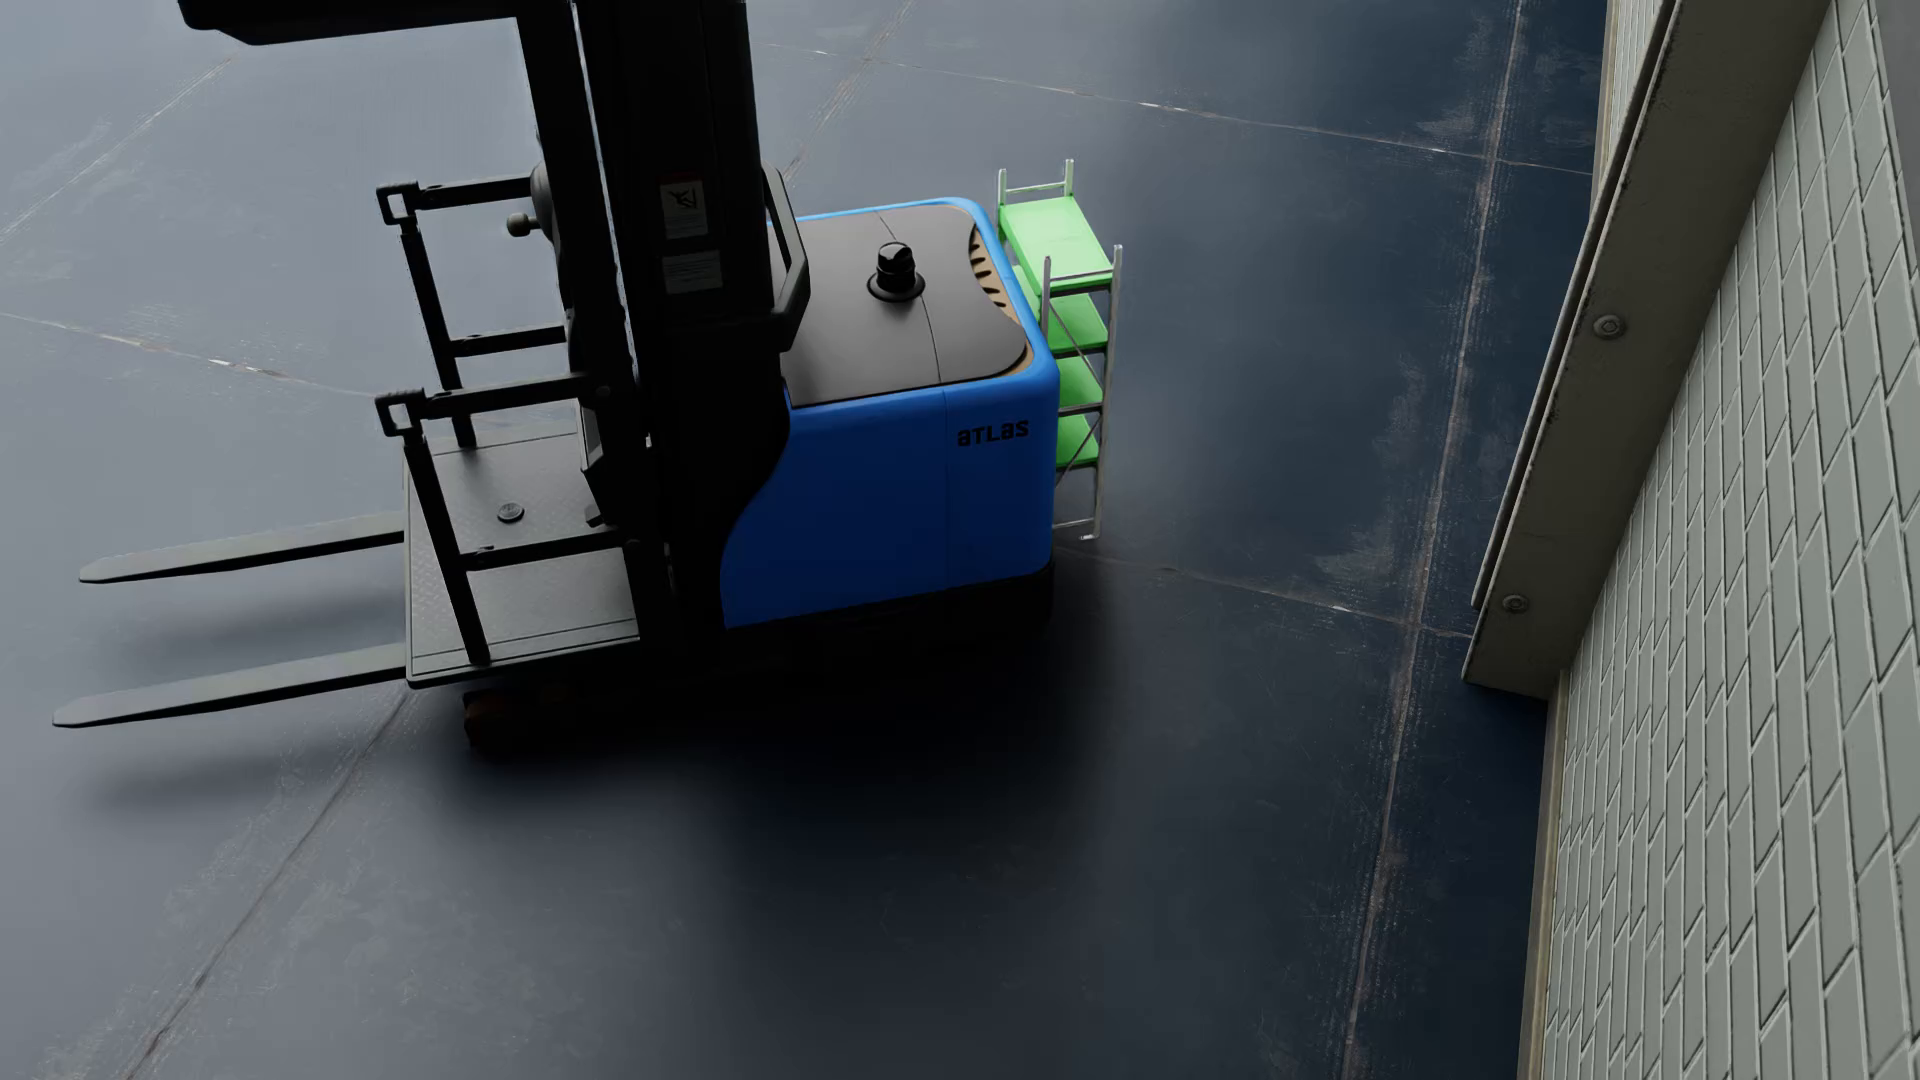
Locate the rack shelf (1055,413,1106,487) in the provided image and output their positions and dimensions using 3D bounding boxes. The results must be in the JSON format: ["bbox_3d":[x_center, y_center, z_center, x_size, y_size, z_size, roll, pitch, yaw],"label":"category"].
[{"bbox_3d":[0.302,-0.369,5.704,0.258,0.148,0.480,-10,45,-10],"label":"rack shelf"}]

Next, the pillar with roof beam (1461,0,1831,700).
[{"bbox_3d":[-2.300,-3.781,3.180,9.100,9.000,0.400,13,46,13],"label":"pillar with roof beam"}]

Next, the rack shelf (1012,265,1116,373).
[{"bbox_3d":[0.302,-0.712,5.368,0.258,0.148,0.480,-10,45,-10],"label":"rack shelf"}]

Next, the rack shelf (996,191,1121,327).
[{"bbox_3d":[0.302,-0.884,5.200,0.258,0.148,0.480,-10,45,-10],"label":"rack shelf"}]

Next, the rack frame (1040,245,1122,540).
[{"bbox_3d":[0.363,-0.421,5.322,0.240,1.200,0.015,-10,45,-10],"label":"rack frame"}]

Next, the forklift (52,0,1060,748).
[{"bbox_3d":[-1.273,-0.826,4.499,3.031,2.935,1.130,-10,45,-10],"label":"forklift"}]

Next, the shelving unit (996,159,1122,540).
[{"bbox_3d":[0.302,-0.586,5.491,0.258,1.200,0.503,-10,45,-10],"label":"shelving unit"}]

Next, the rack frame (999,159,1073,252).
[{"bbox_3d":[0.241,-0.752,5.660,0.240,1.200,0.015,-10,45,-10],"label":"rack frame"}]

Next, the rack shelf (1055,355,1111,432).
[{"bbox_3d":[0.302,-0.541,5.536,0.258,0.148,0.480,-10,45,-10],"label":"rack shelf"}]
